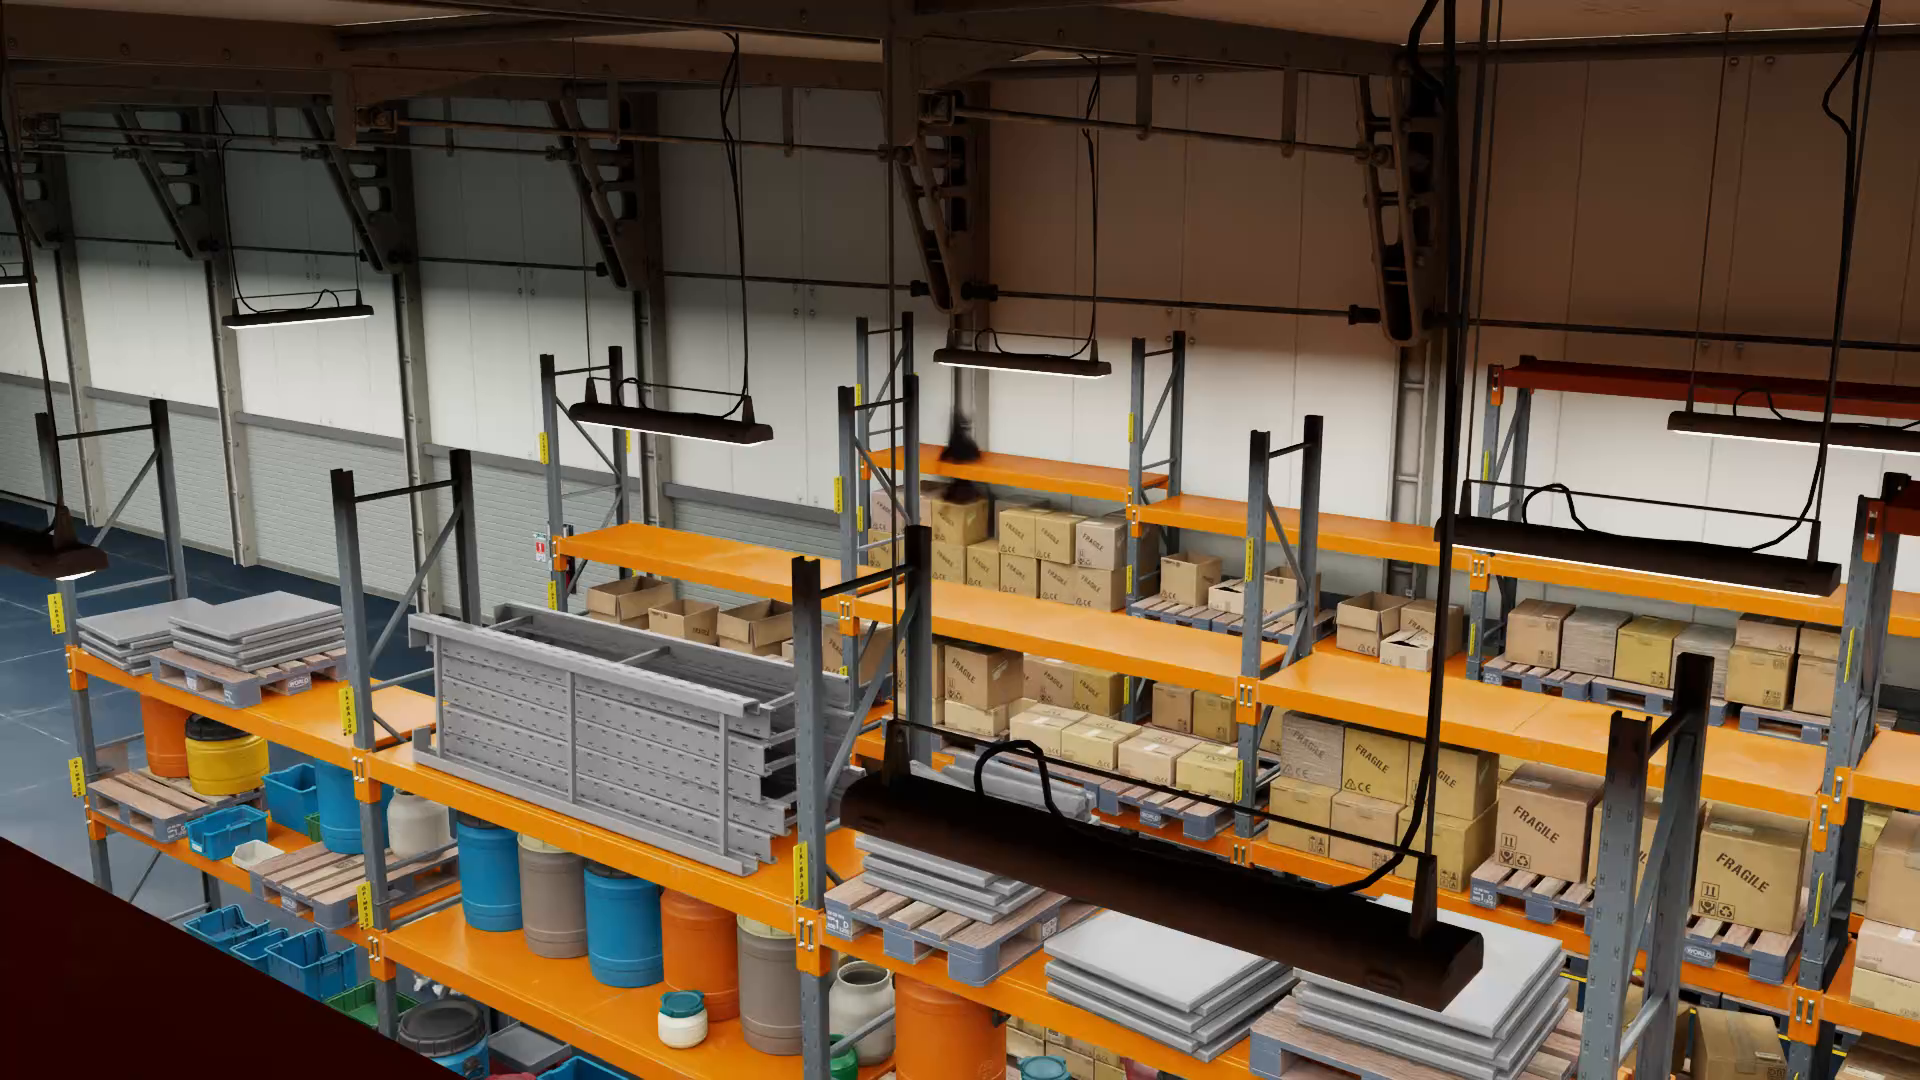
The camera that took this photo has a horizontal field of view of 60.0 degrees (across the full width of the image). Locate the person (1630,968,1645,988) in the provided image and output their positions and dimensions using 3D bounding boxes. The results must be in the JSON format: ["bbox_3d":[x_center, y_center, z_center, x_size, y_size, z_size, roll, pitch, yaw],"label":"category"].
[{"bbox_3d":[5.948,3.929,14.464,0.647,1.744,0.698,8,15,31],"label":"person"}]

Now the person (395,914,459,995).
[{"bbox_3d":[-5.191,3.626,15.815,0.694,1.817,0.710,2,13,8],"label":"person"}]
